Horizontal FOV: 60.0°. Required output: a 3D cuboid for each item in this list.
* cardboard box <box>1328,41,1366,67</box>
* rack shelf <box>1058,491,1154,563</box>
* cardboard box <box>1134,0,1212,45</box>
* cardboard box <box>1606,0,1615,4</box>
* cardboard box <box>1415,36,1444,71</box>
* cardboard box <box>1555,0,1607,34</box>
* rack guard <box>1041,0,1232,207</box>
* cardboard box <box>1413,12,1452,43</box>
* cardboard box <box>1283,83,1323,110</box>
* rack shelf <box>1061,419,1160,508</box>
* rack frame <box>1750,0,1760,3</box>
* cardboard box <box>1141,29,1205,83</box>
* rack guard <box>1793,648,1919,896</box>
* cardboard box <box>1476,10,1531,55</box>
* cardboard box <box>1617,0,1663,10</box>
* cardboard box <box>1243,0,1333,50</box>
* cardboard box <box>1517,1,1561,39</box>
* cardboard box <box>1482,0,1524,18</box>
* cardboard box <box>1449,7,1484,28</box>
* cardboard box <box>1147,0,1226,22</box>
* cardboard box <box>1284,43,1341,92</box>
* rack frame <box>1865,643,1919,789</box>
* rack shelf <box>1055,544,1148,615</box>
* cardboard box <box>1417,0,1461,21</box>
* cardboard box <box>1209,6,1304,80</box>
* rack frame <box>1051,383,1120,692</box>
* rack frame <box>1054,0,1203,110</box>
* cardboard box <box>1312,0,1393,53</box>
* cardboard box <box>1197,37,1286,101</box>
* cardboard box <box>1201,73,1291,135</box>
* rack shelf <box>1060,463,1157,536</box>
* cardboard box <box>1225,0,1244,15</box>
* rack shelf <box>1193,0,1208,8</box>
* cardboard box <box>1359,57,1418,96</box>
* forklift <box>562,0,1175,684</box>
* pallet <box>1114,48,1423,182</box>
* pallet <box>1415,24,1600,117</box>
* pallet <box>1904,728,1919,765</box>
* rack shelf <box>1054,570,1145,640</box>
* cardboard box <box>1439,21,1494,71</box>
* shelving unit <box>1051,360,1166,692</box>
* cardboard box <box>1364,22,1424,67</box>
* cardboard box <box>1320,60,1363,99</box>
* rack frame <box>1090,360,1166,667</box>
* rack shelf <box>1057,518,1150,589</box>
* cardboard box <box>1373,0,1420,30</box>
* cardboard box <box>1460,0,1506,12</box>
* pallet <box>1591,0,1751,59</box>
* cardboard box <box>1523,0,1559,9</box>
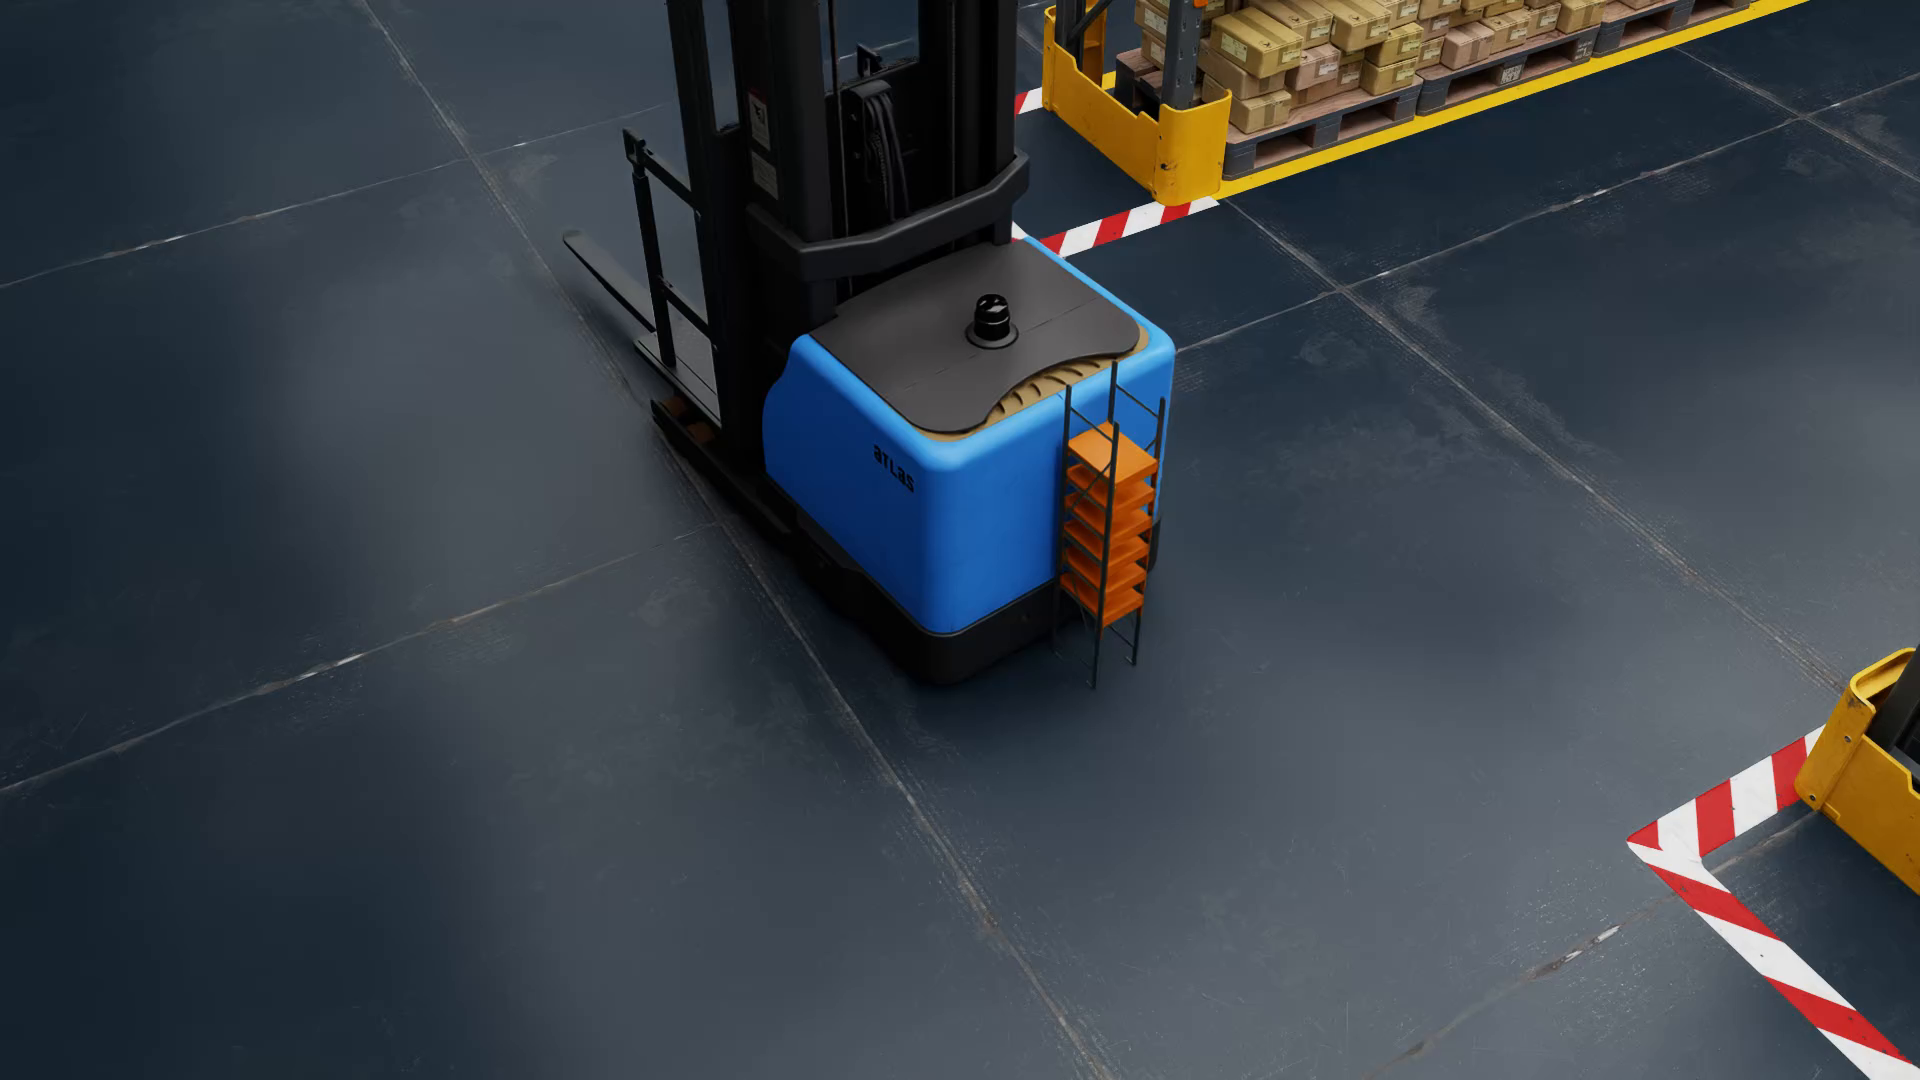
[{"bbox_3d":[1.785,-2.485,8.188,0.250,0.149,0.380,-21,48,-20],"label":"cardboard box"},{"bbox_3d":[0.467,-0.069,5.351,0.180,0.103,0.258,-28,51,-26],"label":"rack shelf"},{"bbox_3d":[1.085,-2.614,8.322,0.250,0.149,0.380,-23,49,-22],"label":"cardboard box"},{"bbox_3d":[3.315,-3.010,8.943,0.250,0.149,0.380,-23,49,-22],"label":"cardboard box"},{"bbox_3d":[2.231,-2.540,8.458,0.250,0.149,0.380,-22,48,-21],"label":"cardboard box"},{"bbox_3d":[3.170,-2.839,8.767,0.250,0.149,0.380,-22,48,-21],"label":"cardboard box"},{"bbox_3d":[0.835,-2.154,8.110,0.348,0.500,1.175,-22,48,-21],"label":"rack guard"},{"bbox_3d":[2.245,-2.658,8.367,0.250,0.149,0.380,-24,49,-23],"label":"cardboard box"},{"bbox_3d":[1.569,-2.281,8.192,0.250,0.149,0.380,-22,48,-21],"label":"cardboard box"},{"bbox_3d":[0.467,-0.241,5.184,0.180,0.103,0.258,-28,51,-26],"label":"rack shelf"},{"bbox_3d":[4.238,-4.412,8.642,0.127,3.000,1.000,-22,48,-21],"label":"rack frame"},{"bbox_3d":[1.122,-2.461,8.377,0.250,0.149,0.380,-21,48,-20],"label":"cardboard box"},{"bbox_3d":[3.132,0.911,4.952,0.348,0.500,1.175,-22,48,-21],"label":"rack guard"},{"bbox_3d":[2.718,-2.685,8.609,0.250,0.149,0.380,-22,48,-21],"label":"cardboard box"},{"bbox_3d":[3.603,-3.028,8.961,0.250,0.149,0.380,-23,49,-22],"label":"cardboard box"},{"bbox_3d":[1.572,-2.510,8.001,0.250,0.149,0.380,-21,48,-20],"label":"cardboard box"},{"bbox_3d":[2.910,-2.789,8.715,0.250,0.149,0.380,-21,48,-20],"label":"cardboard box"},{"bbox_3d":[2.698,-2.865,8.580,0.250,0.149,0.380,-20,47,-19],"label":"cardboard box"},{"bbox_3d":[2.459,-2.777,8.489,0.250,0.149,0.380,-19,47,-19],"label":"cardboard box"},{"bbox_3d":[1.102,-2.702,8.199,0.250,0.149,0.380,-21,48,-20],"label":"cardboard box"},{"bbox_3d":[1.617,-2.346,8.046,0.250,0.149,0.380,-22,48,-21],"label":"cardboard box"},{"bbox_3d":[3.153,0.006,4.090,0.127,3.000,1.000,-22,48,-21],"label":"rack frame"},{"bbox_3d":[0.467,0.103,5.519,0.180,0.103,0.258,-28,51,-26],"label":"rack shelf"},{"bbox_3d":[2.273,-2.747,8.245,0.250,0.149,0.380,-20,48,-19],"label":"cardboard box"},{"bbox_3d":[1.393,-2.342,7.828,0.250,0.149,0.380,-24,49,-23],"label":"cardboard box"},{"bbox_3d":[0.394,0.023,5.364,0.006,1.200,0.240,-28,51,-26],"label":"rack frame"},{"bbox_3d":[0.769,-3.024,7.212,0.127,3.000,1.000,-22,48,-21],"label":"rack frame"},{"bbox_3d":[1.854,-2.520,8.012,0.250,0.149,0.380,-22,48,-21],"label":"cardboard box"},{"bbox_3d":[1.352,-2.285,7.983,0.250,0.149,0.380,-20,48,-19],"label":"cardboard box"},{"bbox_3d":[1.383,-2.140,8.047,0.250,0.149,0.380,-21,48,-20],"label":"cardboard box"},{"bbox_3d":[0.467,-0.155,5.268,0.180,0.103,0.258,-28,51,-26],"label":"rack shelf"},{"bbox_3d":[1.349,-2.755,8.253,0.250,0.149,0.380,-21,48,-20],"label":"cardboard box"},{"bbox_3d":[2.504,-3.460,8.178,4.000,0.370,1.077,-22,48,-21],"label":"rack shelf"},{"bbox_3d":[2.058,-2.394,8.308,0.250,0.149,0.380,-21,48,-20],"label":"cardboard box"},{"bbox_3d":[-0.572,-1.541,5.733,1.130,2.935,3.031,-28,51,-26],"label":"forklift"},{"bbox_3d":[1.557,-2.311,8.479,1.213,0.211,1.003,-22,48,-21],"label":"pallet"},{"bbox_3d":[2.614,-2.731,8.912,1.213,0.211,1.003,-22,48,-21],"label":"pallet"},{"bbox_3d":[3.807,0.682,5.396,1.213,0.211,1.003,-22,48,-21],"label":"pallet"},{"bbox_3d":[0.467,0.189,5.602,0.180,0.103,0.258,-28,51,-26],"label":"rack shelf"},{"bbox_3d":[2.491,-2.573,8.493,0.250,0.149,0.380,-24,49,-23],"label":"cardboard box"},{"bbox_3d":[0.467,-0.015,5.404,0.189,1.200,0.258,-28,51,-26],"label":"shelving unit"},{"bbox_3d":[2.062,-2.508,8.213,0.250,0.149,0.380,-20,48,-20],"label":"cardboard box"},{"bbox_3d":[1.781,-2.371,8.285,0.250,0.149,0.380,-21,48,-21],"label":"cardboard box"},{"bbox_3d":[0.540,-0.054,5.444,0.006,1.200,0.240,-28,51,-26],"label":"rack frame"},{"bbox_3d":[0.467,0.017,5.435,0.180,0.103,0.258,-28,51,-26],"label":"rack shelf"},{"bbox_3d":[2.028,-2.656,8.152,0.250,0.149,0.380,-24,49,-23],"label":"cardboard box"},{"bbox_3d":[2.524,-2.811,8.311,0.250,0.149,0.380,-21,48,-20],"label":"cardboard box"},{"bbox_3d":[3.673,-3.157,9.352,1.213,0.211,1.003,-22,48,-21],"label":"pallet"},{"bbox_3d":[2.951,-2.931,8.649,0.250,0.149,0.380,-24,49,-23],"label":"cardboard box"}]
